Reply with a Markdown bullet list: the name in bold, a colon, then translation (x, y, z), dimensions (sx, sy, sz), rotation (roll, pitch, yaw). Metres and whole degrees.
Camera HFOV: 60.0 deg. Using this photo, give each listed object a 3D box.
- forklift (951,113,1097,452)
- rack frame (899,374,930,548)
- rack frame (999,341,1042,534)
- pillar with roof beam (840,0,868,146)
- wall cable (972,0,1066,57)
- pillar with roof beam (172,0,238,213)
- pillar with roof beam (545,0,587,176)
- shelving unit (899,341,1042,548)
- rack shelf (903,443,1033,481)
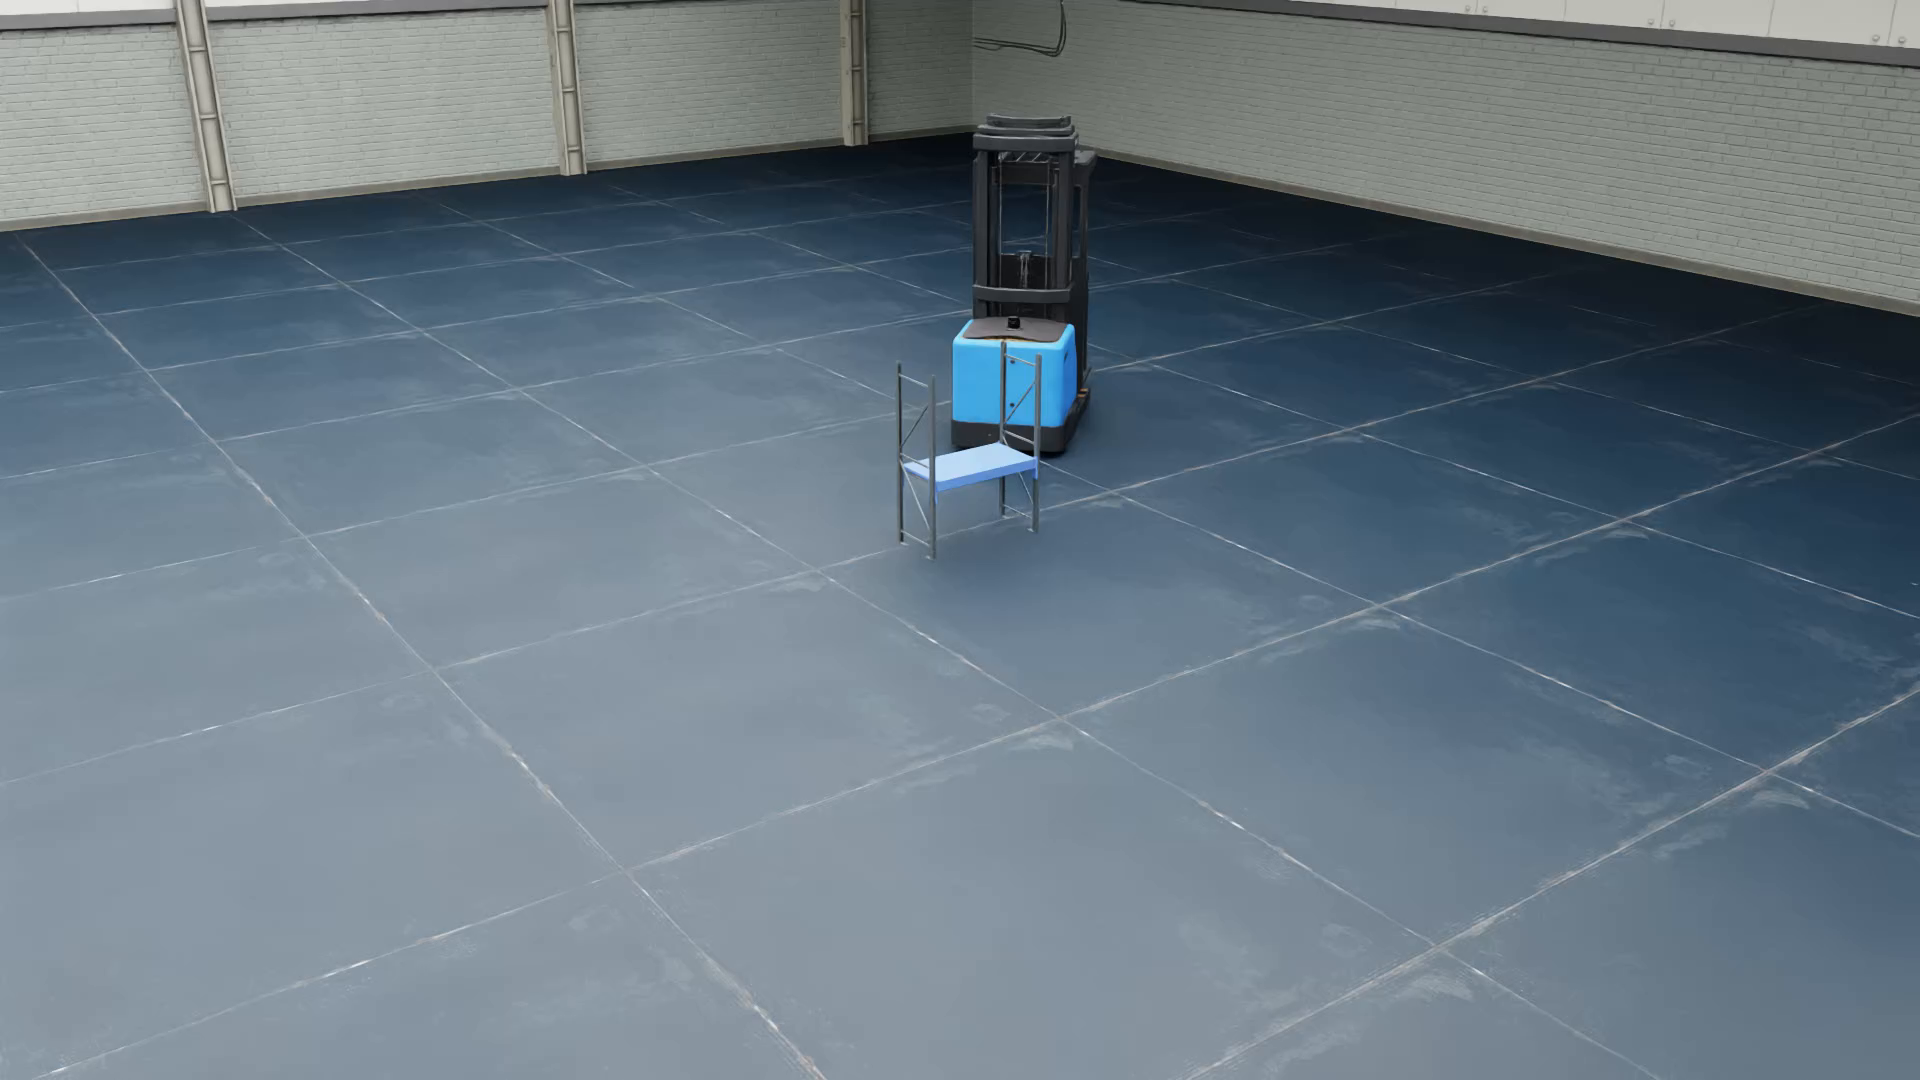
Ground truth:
- **forklift**: translation (0.713, -2.681, 16.159), dimensions (1.130, 2.935, 3.031), rotation (4, 22, 11)
- **rack frame**: translation (-0.344, -0.606, 12.890), dimensions (0.013, 1.308, 0.475), rotation (-15, 26, -33)
- **rack frame**: translation (0.482, -0.825, 13.440), dimensions (0.032, 1.500, 0.500), rotation (-15, 26, -33)
- **pillar with roof beam**: translation (0.438, -10.765, 28.232), dimensions (0.400, 9.000, 9.100), rotation (-15, 26, -33)
- **wall cable**: translation (1.088, -10.858, 32.654), dimensions (0.112, 2.526, 3.097), rotation (-15, 26, -33)
- **pillar with roof beam**: translation (-9.303, -8.168, 21.723), dimensions (0.400, 9.000, 9.100), rotation (-15, 26, -33)
- **pillar with roof beam**: translation (-4.432, -9.466, 24.977), dimensions (0.400, 9.000, 9.100), rotation (-15, 26, -33)
- **shelving unit**: translation (0.073, -0.716, 13.167), dimensions (1.039, 1.500, 0.500), rotation (-15, 26, -33)
- **rack shelf**: translation (0.069, -0.610, 13.207), dimensions (0.952, 0.026, 0.459), rotation (-15, 26, -33)
